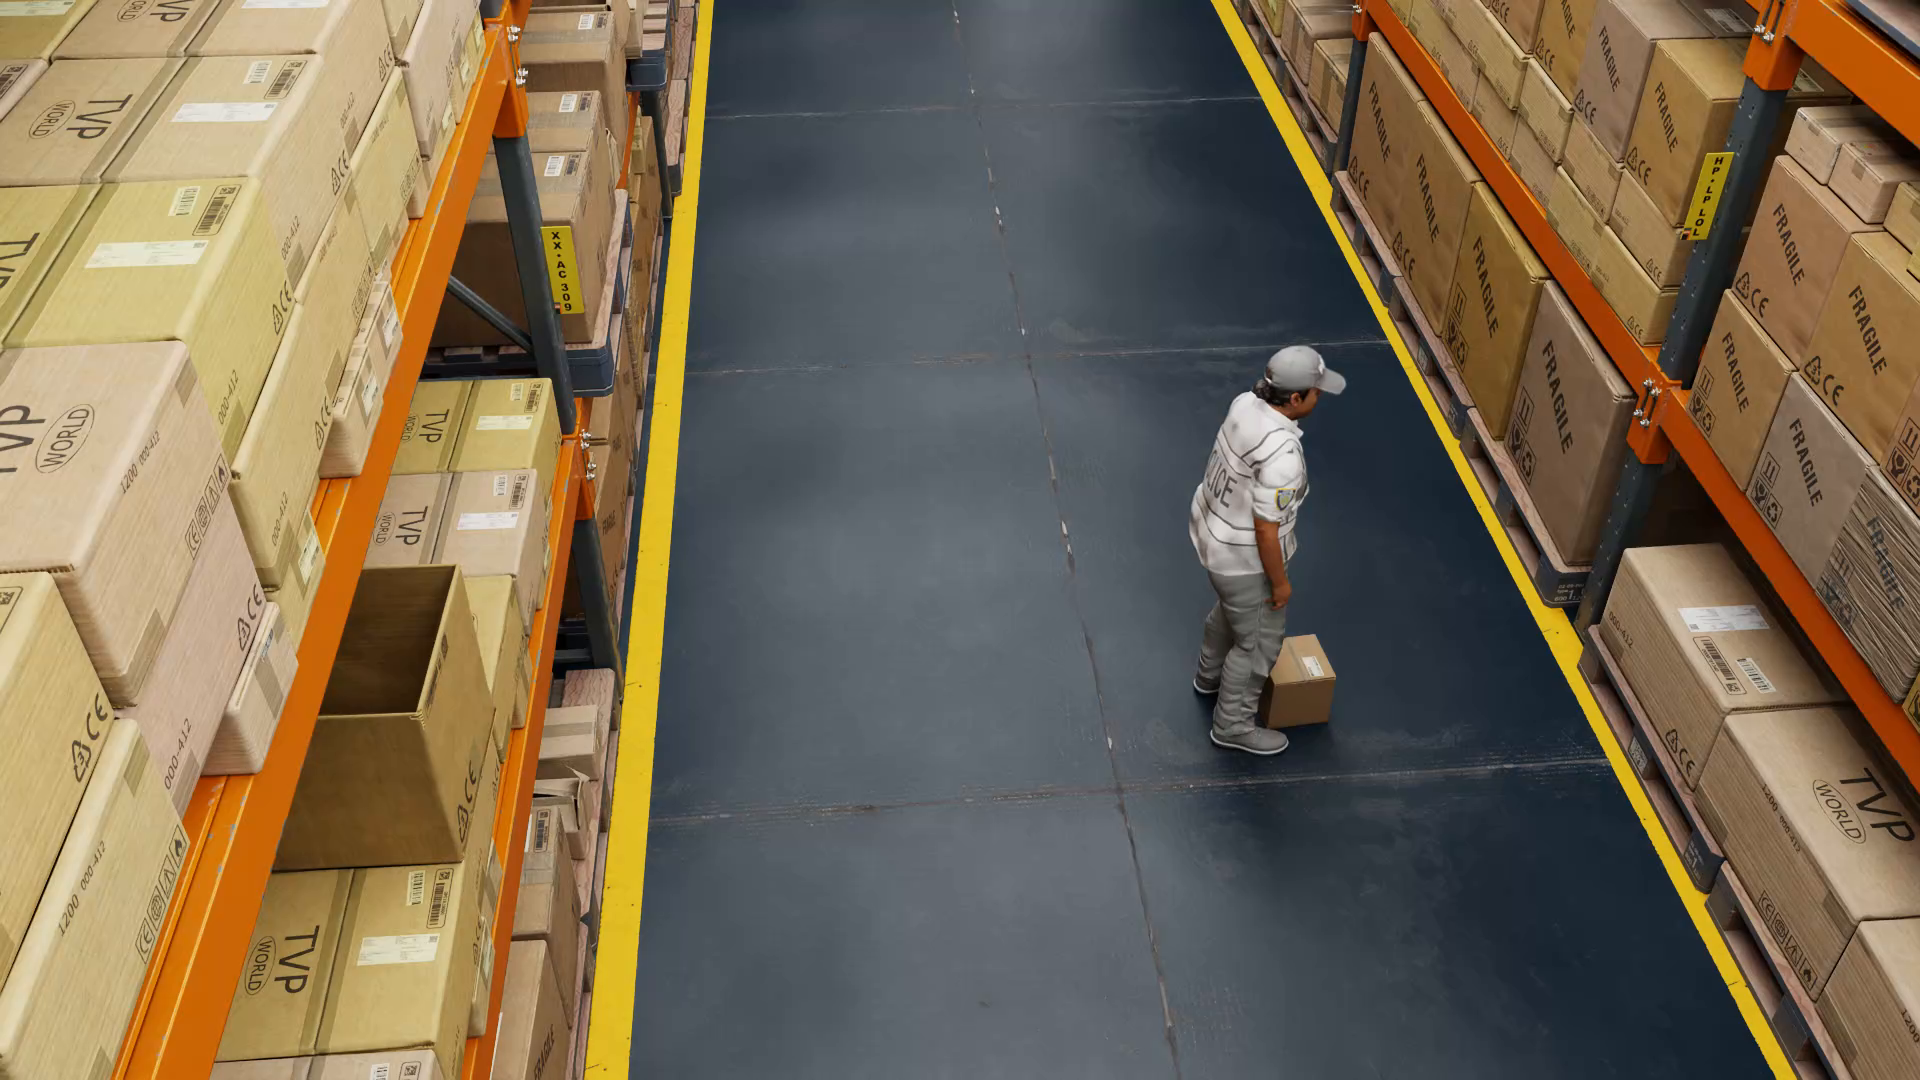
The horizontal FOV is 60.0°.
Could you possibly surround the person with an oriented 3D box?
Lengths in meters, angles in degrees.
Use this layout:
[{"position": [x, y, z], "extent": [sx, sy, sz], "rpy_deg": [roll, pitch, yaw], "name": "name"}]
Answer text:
[{"position": [1.095, 0.026, 6.117], "extent": [0.468, 1.667, 0.557], "rpy_deg": [-4, 40, -5], "name": "person"}]
